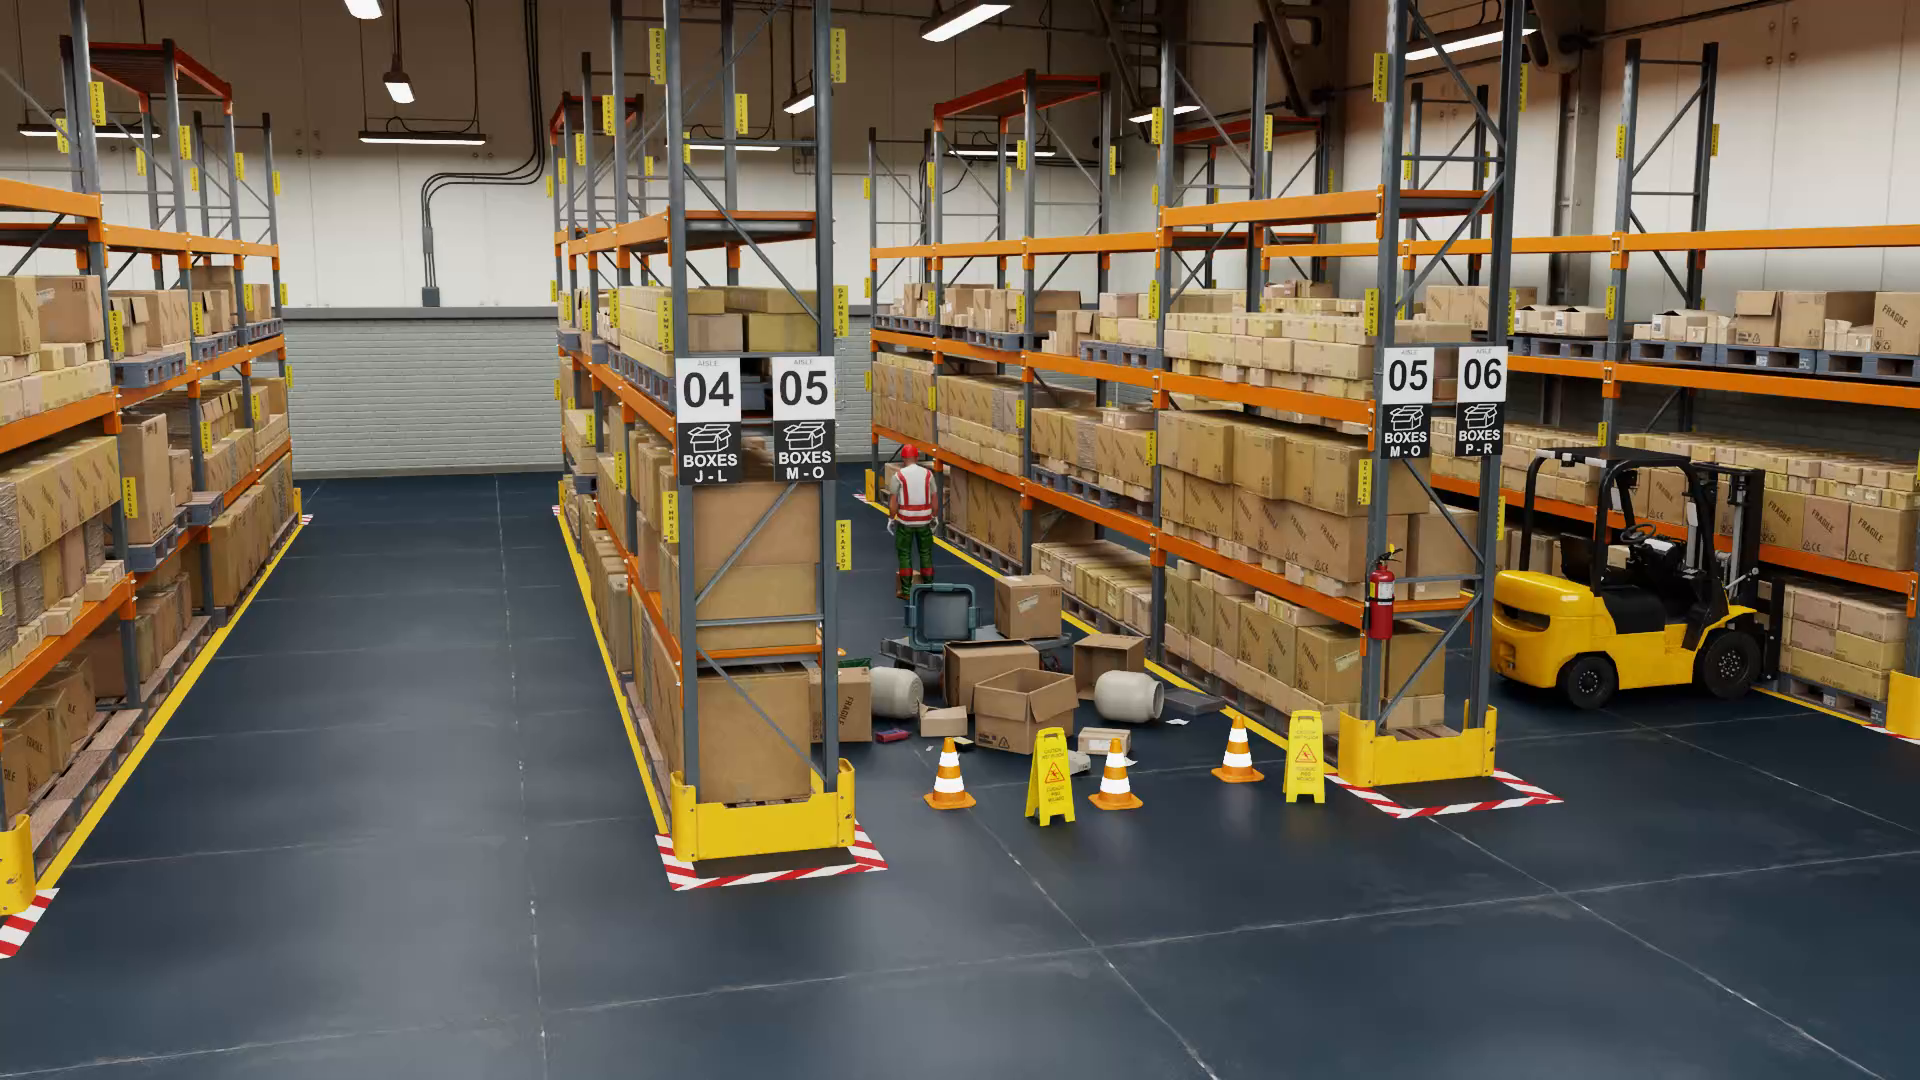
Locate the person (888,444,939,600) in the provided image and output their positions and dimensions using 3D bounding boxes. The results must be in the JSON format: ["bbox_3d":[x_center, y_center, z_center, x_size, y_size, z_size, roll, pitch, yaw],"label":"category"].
[{"bbox_3d":[-0.536,-0.211,19.135,0.608,1.779,0.453,-3,10,-16],"label":"person"}]
